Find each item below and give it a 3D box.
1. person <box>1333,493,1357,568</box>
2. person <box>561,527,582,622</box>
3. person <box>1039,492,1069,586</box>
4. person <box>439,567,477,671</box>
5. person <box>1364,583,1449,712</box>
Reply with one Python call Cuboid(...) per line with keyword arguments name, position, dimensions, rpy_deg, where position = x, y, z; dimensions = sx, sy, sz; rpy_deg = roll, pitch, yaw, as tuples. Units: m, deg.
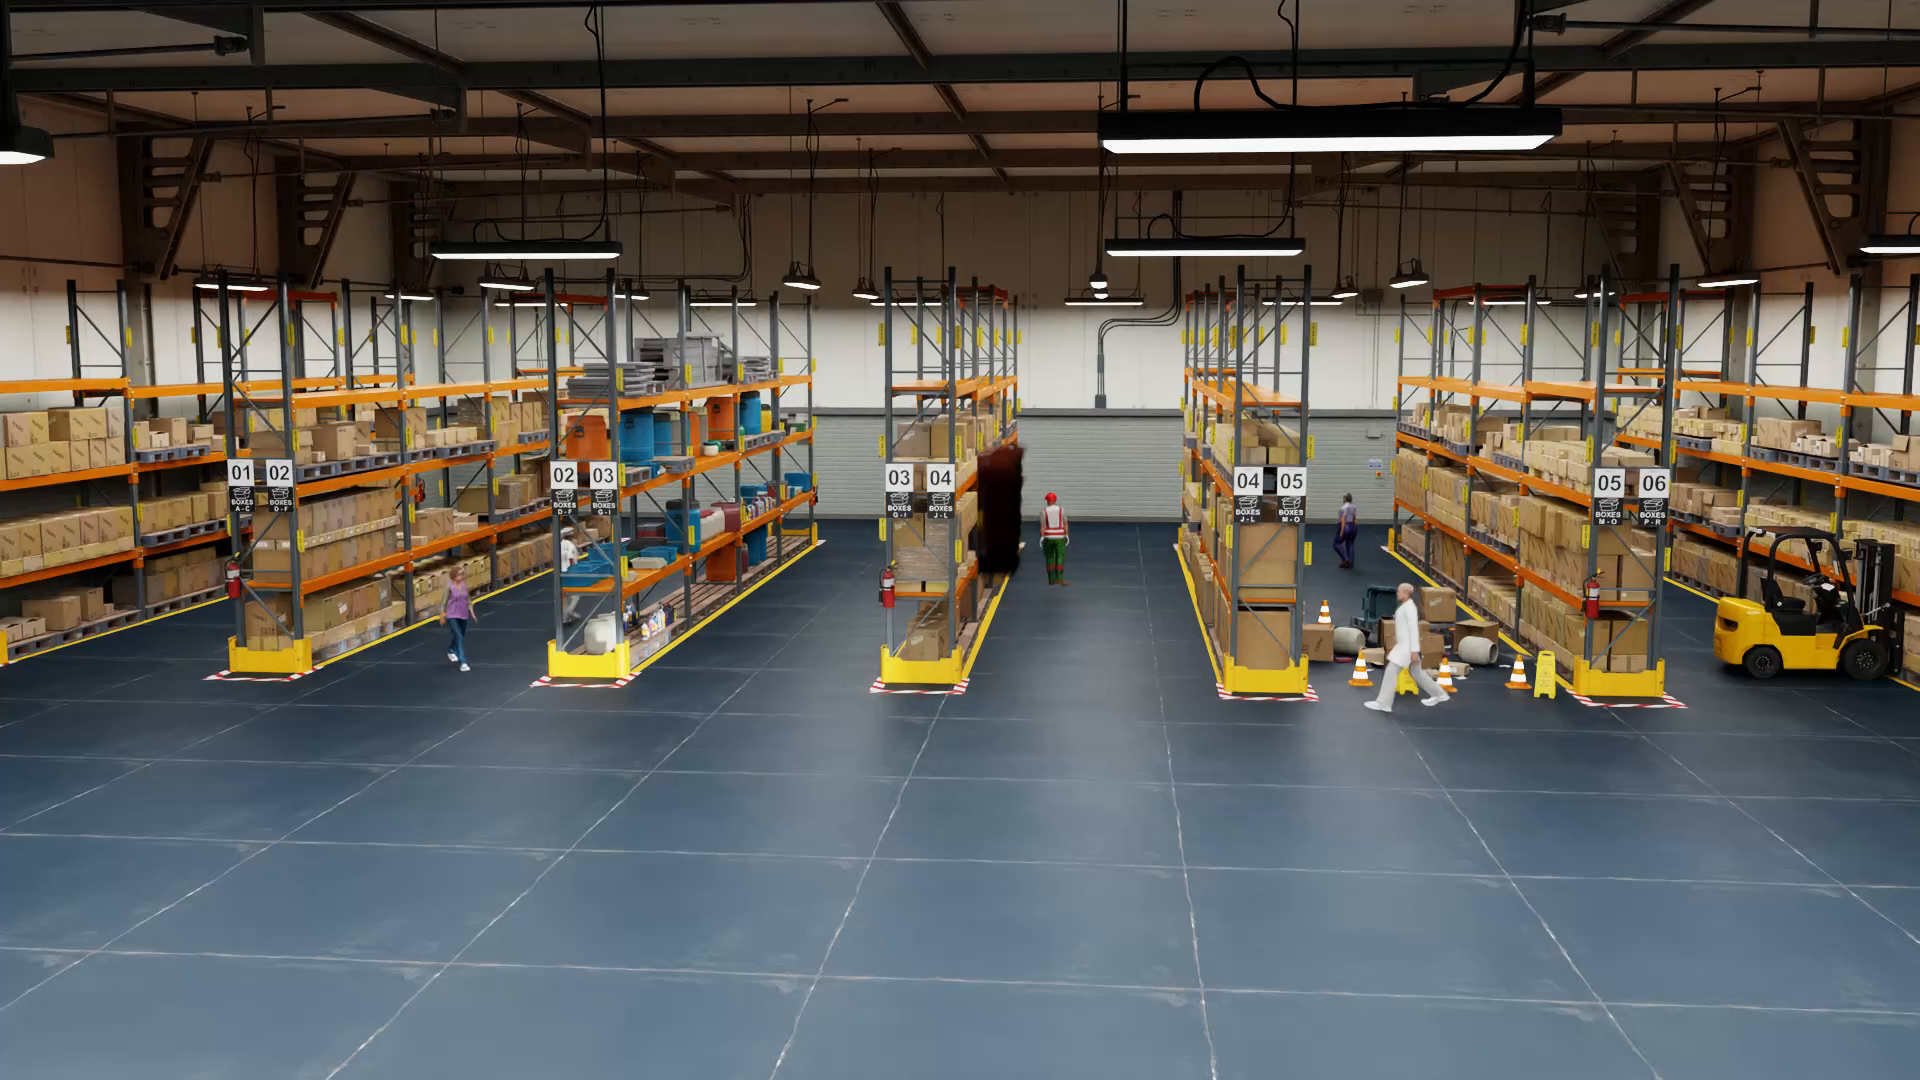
Cuboid(name="person", position=(8.422, -0.207, 36.201), dimensions=(0.528, 1.648, 0.407), rpy_deg=(-5, 9, -37))
Cuboid(name="person", position=(-6.907, 0.613, 29.322), dimensions=(0.506, 1.667, 0.489), rpy_deg=(2, 7, 14))
Cuboid(name="person", position=(1.803, -0.020, 31.783), dimensions=(0.570, 1.771, 0.508), rpy_deg=(0, 7, -3))
Cuboid(name="person", position=(-7.615, 1.164, 25.191), dimensions=(0.500, 1.542, 0.963), rpy_deg=(-6, 9, -39))
Cuboid(name="person", position=(5.992, 1.437, 22.273), dimensions=(1.103, 1.732, 0.582), rpy_deg=(1, 7, 7))
